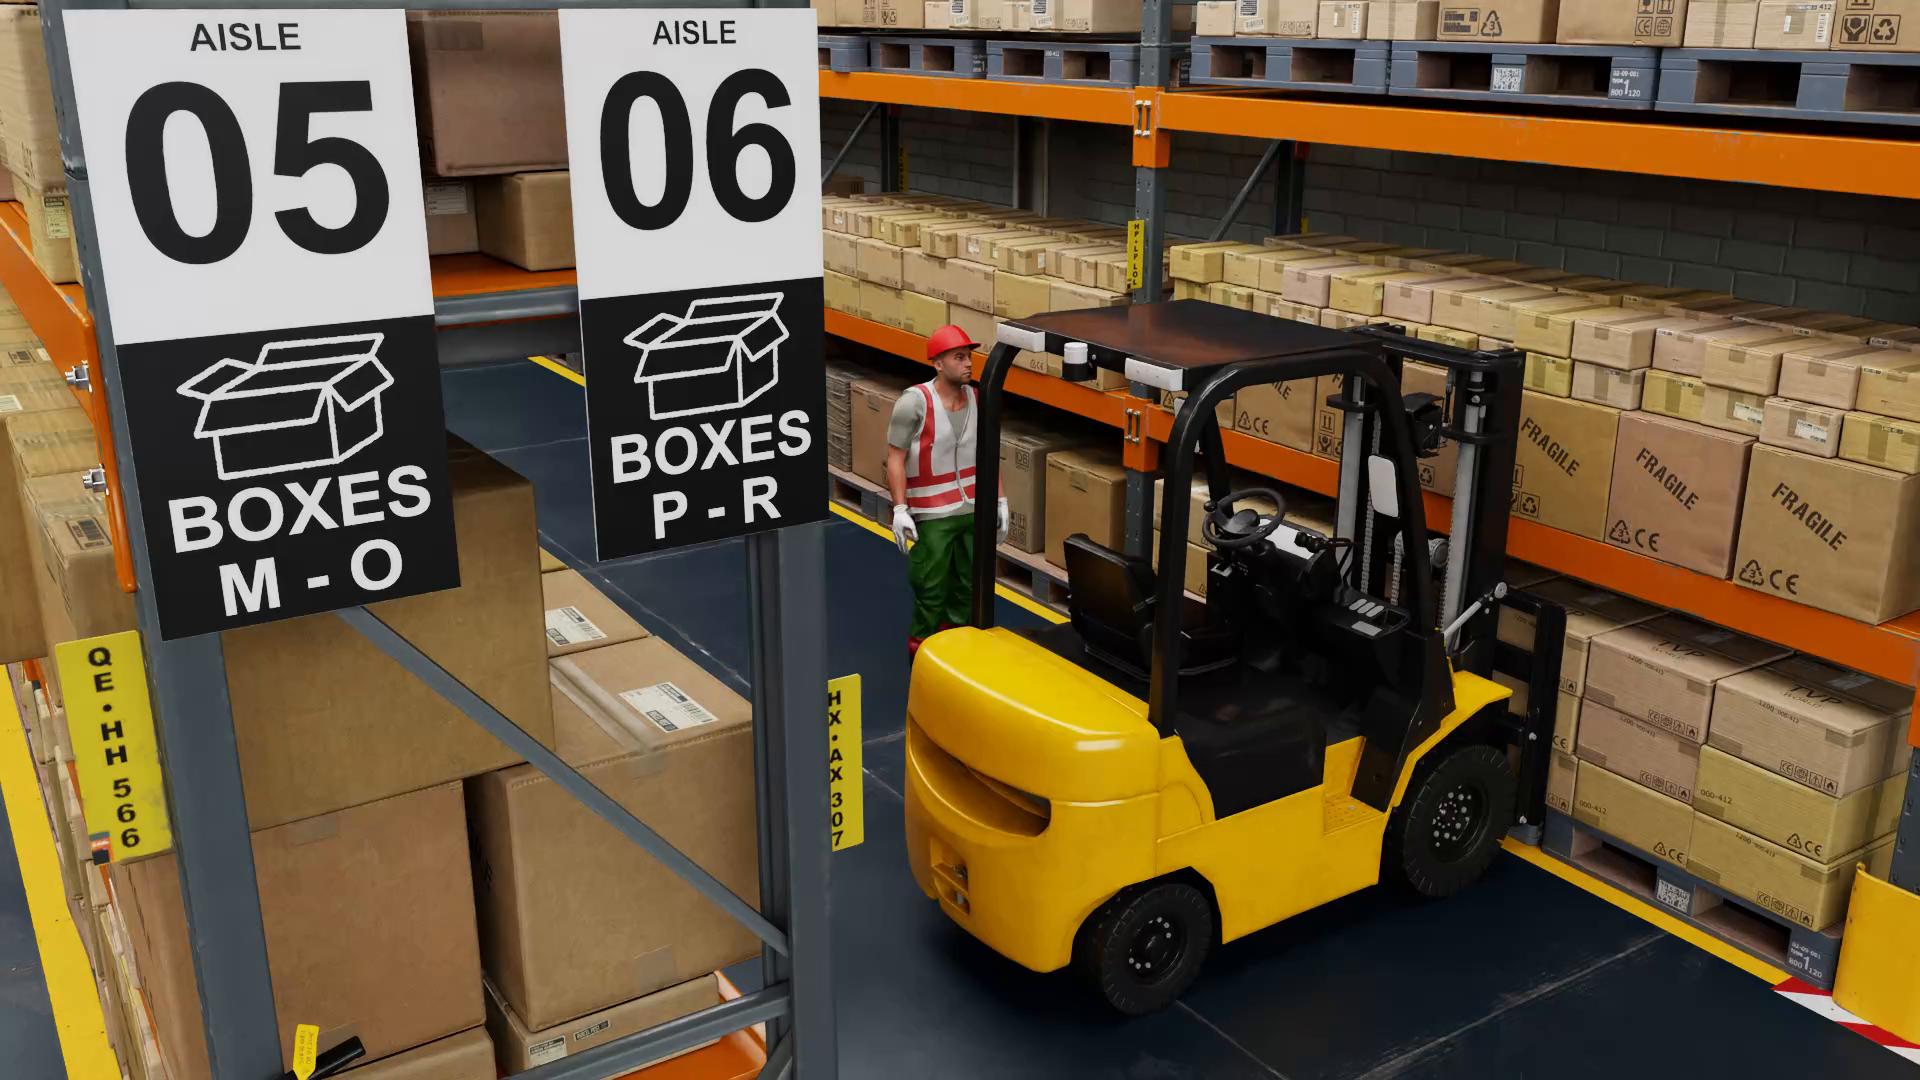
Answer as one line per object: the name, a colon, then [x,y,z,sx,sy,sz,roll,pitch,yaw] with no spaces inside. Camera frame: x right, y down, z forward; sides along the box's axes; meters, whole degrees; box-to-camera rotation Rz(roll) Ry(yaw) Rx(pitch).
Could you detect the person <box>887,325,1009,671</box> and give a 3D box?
person: [-0.014,-0.094,7.774,0.637,1.787,0.565,-11,21,-31]
